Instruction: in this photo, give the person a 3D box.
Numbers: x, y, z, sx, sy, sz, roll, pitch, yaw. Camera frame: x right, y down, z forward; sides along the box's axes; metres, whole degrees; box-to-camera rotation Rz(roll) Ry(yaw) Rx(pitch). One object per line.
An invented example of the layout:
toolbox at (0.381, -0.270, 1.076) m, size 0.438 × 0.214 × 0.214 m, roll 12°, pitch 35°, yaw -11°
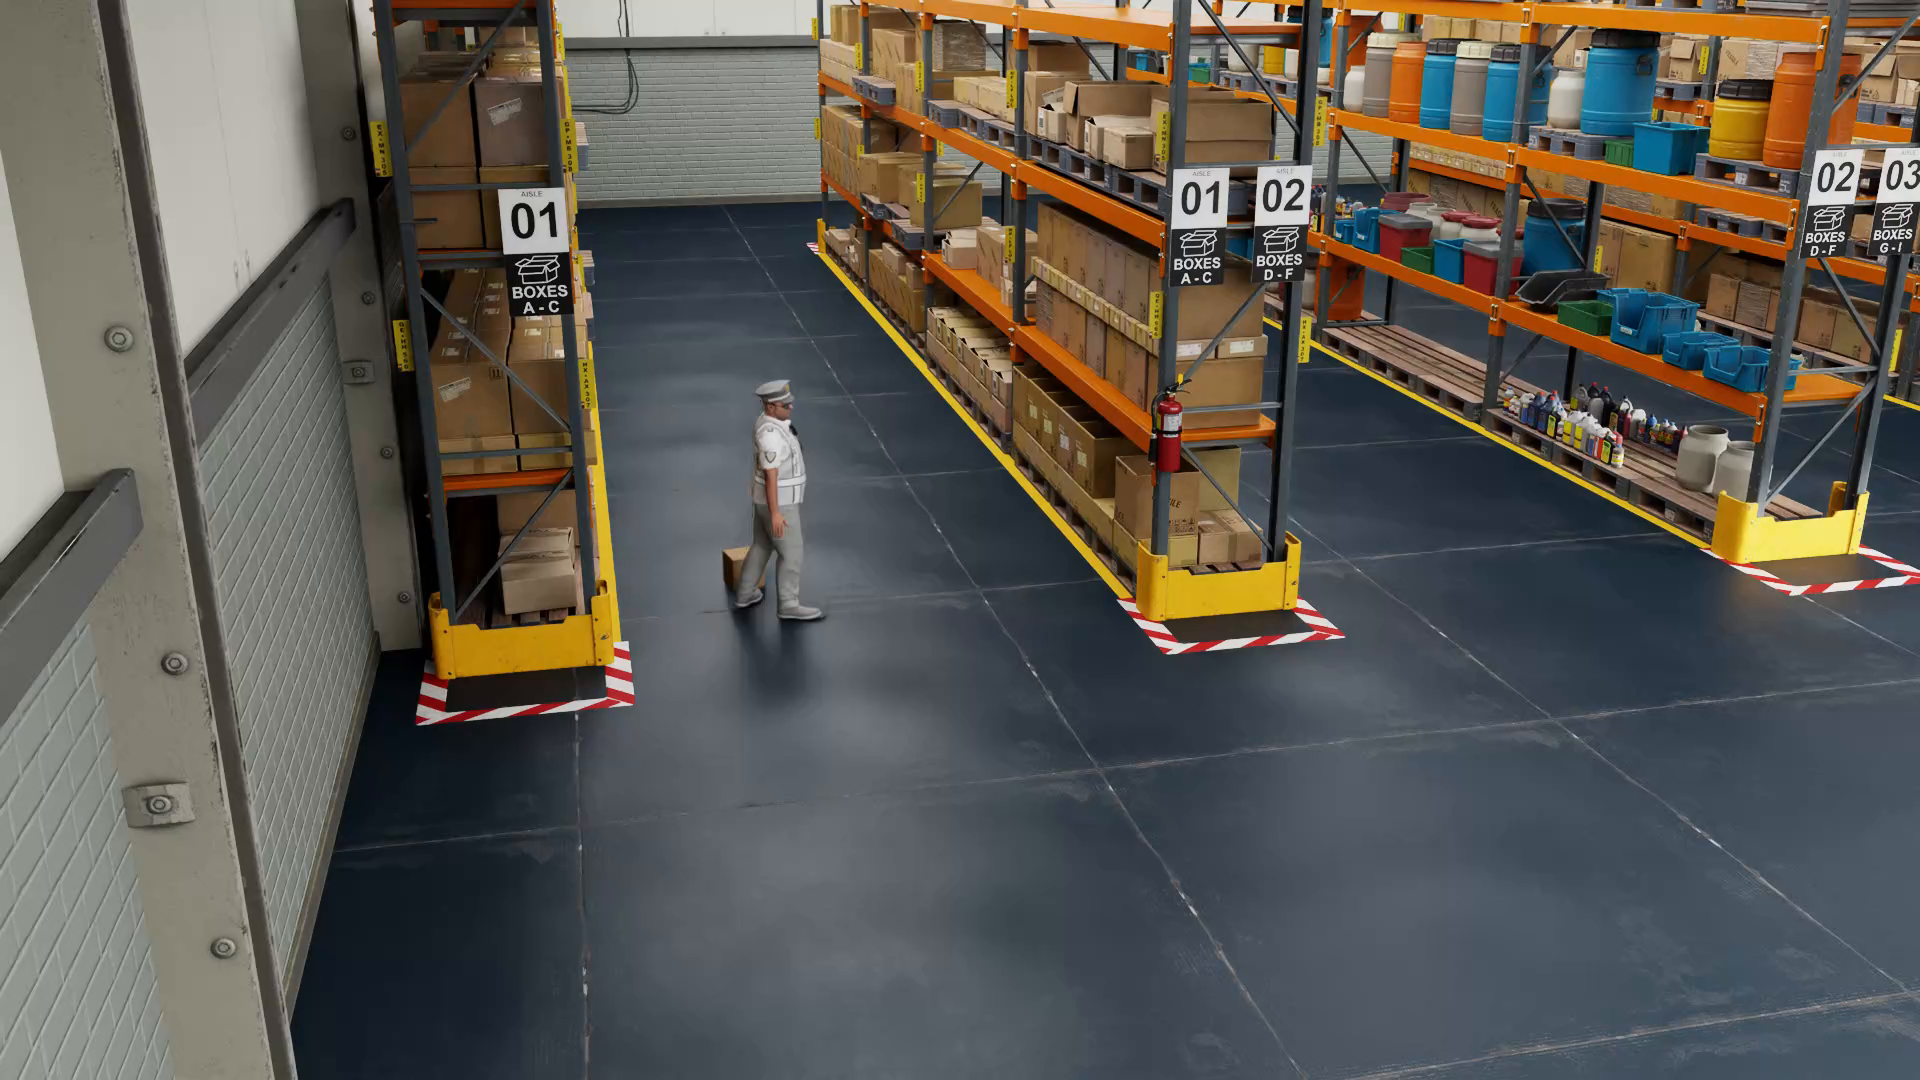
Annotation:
person at (-1.329, -0.287, 11.857) m, size 0.618 × 1.742 × 0.703 m, roll -3°, pitch 20°, yaw -9°
